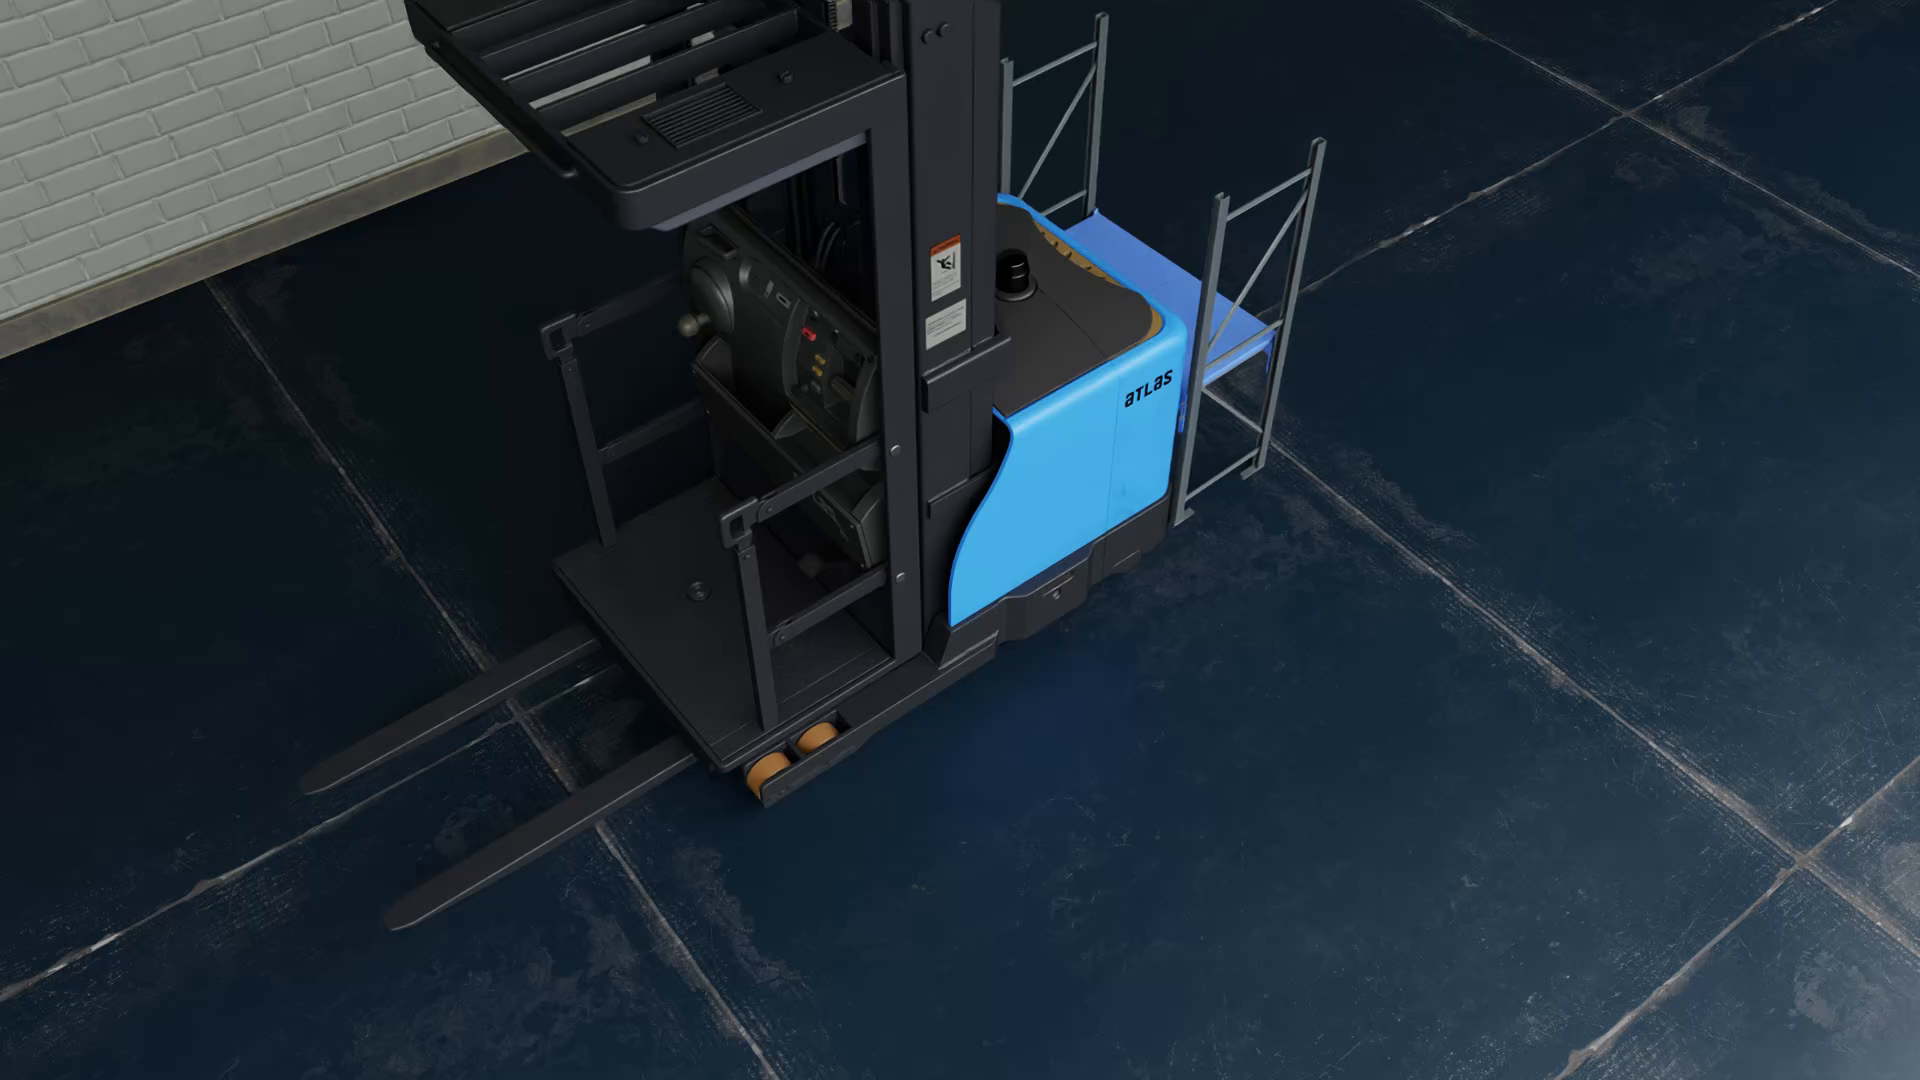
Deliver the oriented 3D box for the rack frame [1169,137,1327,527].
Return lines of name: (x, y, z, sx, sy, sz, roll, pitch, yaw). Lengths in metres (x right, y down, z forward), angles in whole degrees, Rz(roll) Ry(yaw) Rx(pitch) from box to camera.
rack frame: (0.992, -0.682, 5.856, 0.500, 1.500, 0.032, -32, 55, -26)

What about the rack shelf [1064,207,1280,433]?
rack shelf: (0.662, -0.847, 6.248, 0.538, 0.185, 1.000, -32, 55, -26)

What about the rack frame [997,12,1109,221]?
rack frame: (0.331, -1.254, 6.374, 0.500, 1.500, 0.032, -32, 55, -26)

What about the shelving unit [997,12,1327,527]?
shelving unit: (0.662, -0.968, 6.115, 0.538, 1.500, 1.048, -32, 55, -26)

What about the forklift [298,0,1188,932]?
forklift: (-0.703, -0.571, 4.789, 3.031, 2.935, 1.130, -30, 55, -25)
